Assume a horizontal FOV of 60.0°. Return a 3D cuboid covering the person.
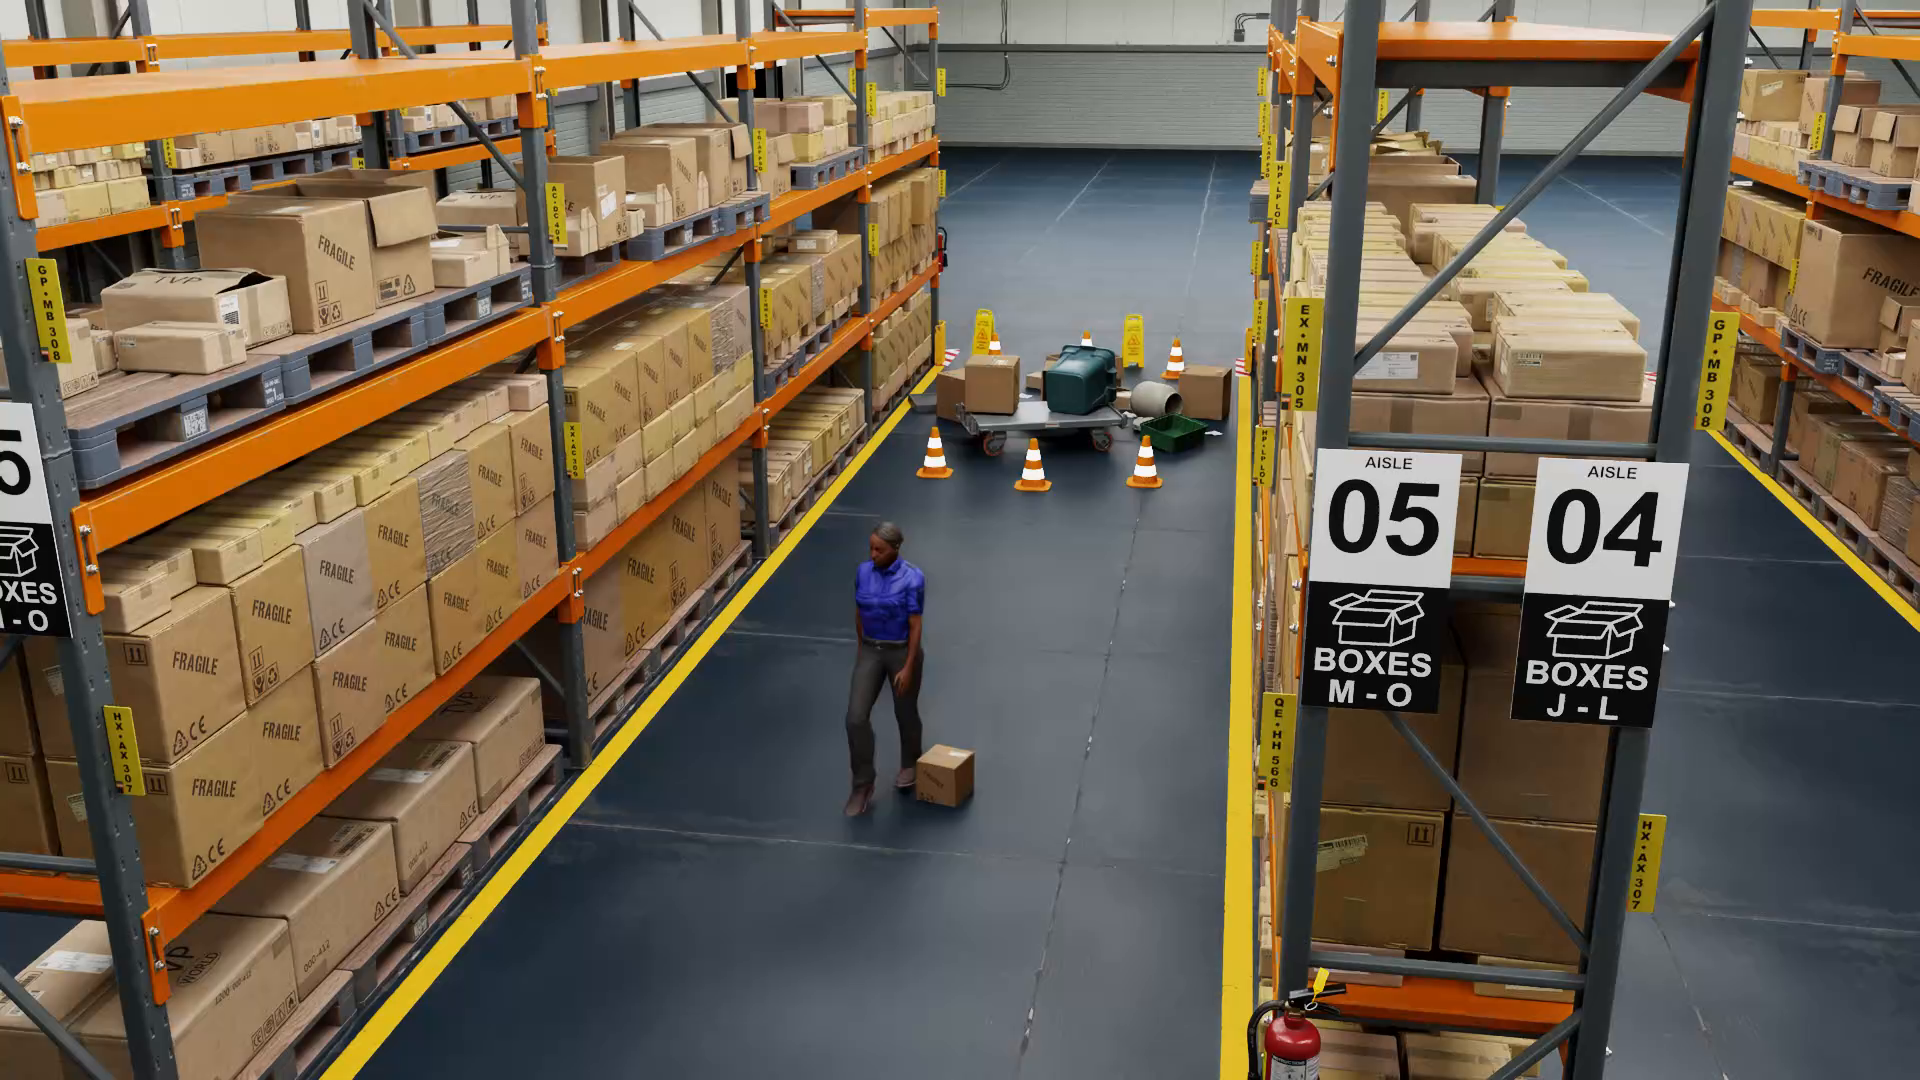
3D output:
[{"bbox_3d":[-0.413,0.709,9.403,0.453,1.710,0.626,6,19,18],"label":"person"}]
